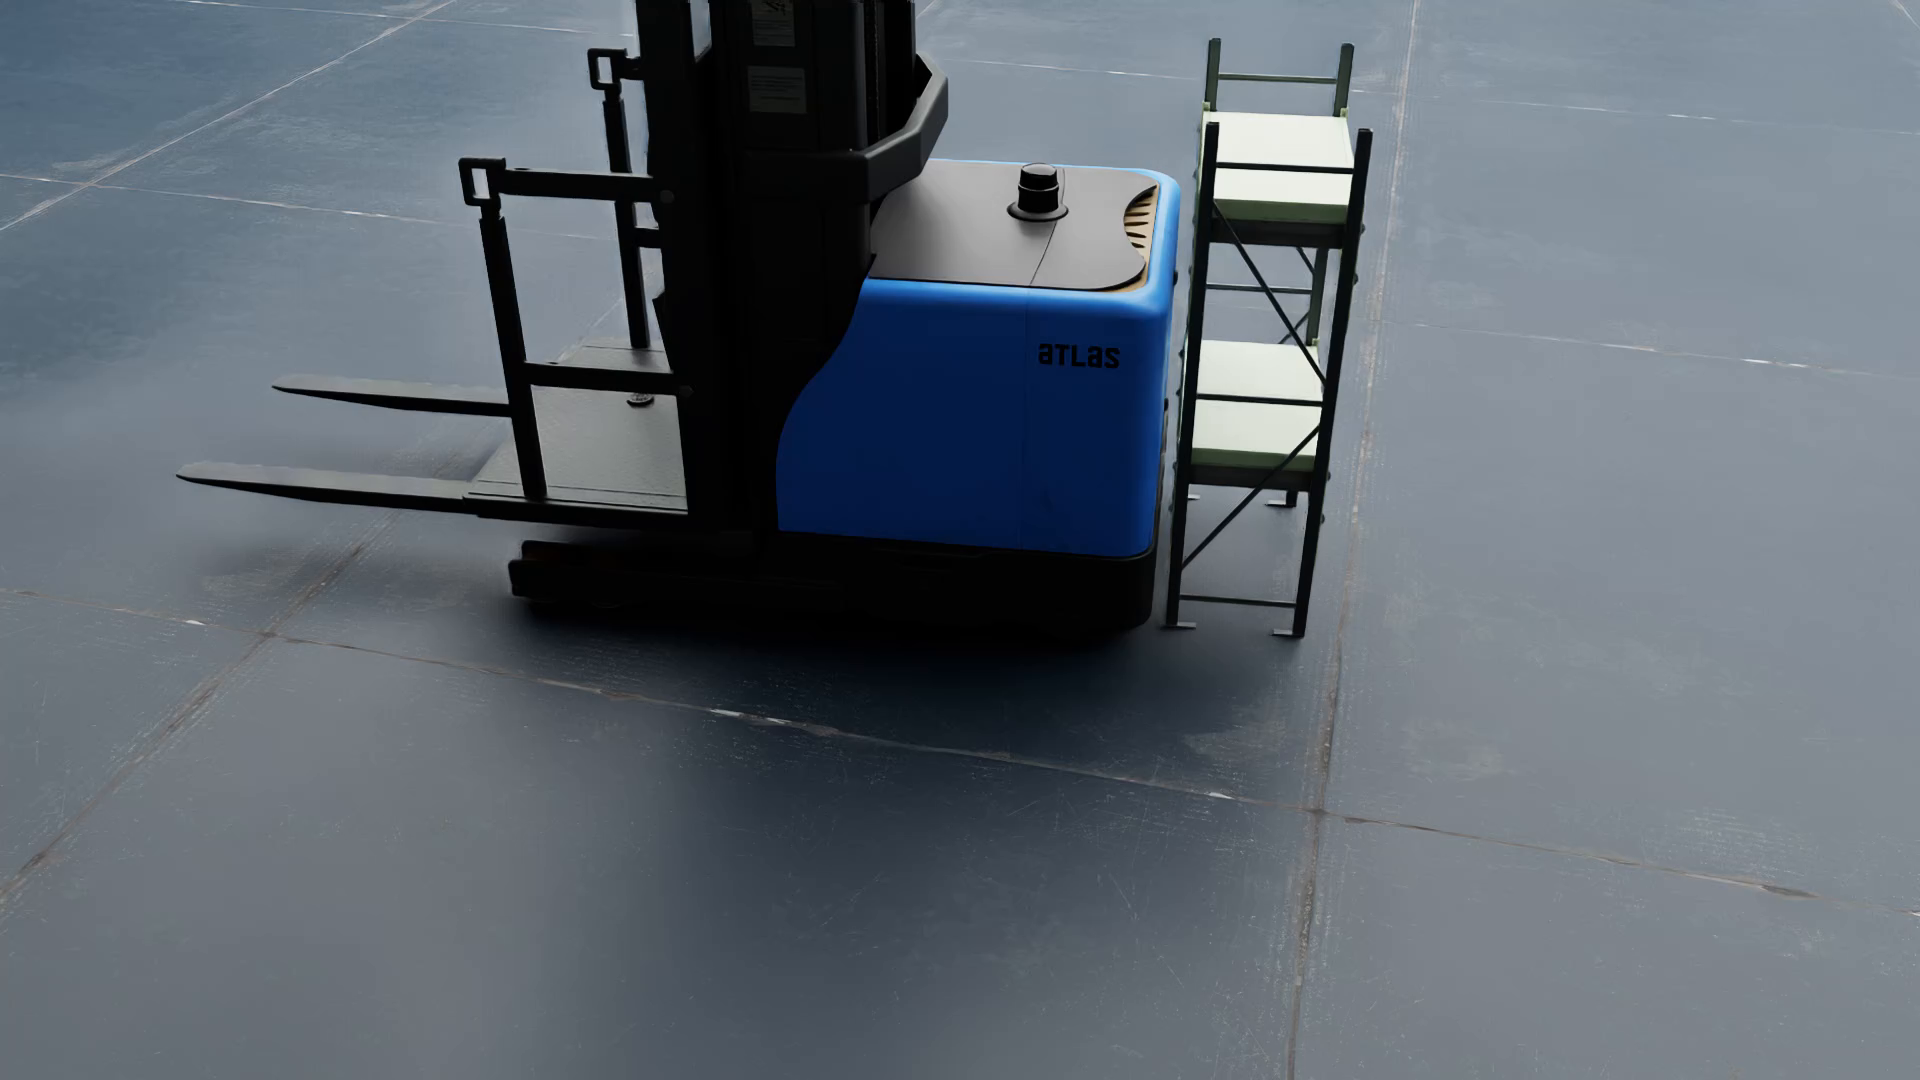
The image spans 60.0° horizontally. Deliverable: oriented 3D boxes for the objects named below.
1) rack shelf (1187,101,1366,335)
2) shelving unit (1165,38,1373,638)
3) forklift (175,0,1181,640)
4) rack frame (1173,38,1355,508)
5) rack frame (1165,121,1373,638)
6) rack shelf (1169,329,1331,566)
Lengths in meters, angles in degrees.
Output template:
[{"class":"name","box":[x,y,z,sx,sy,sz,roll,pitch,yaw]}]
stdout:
[{"class":"rack shelf","box":[0.848,-0.894,4.530,0.431,0.370,0.720,4,33,7]},{"class":"shelving unit","box":[0.848,-0.564,4.740,0.431,1.500,0.755,4,33,7]},{"class":"forklift","box":[-0.887,-1.308,4.575,3.031,2.935,1.130,5,33,7]},{"class":"rack frame","box":[0.898,-0.759,5.045,0.400,1.500,0.023,4,33,7]},{"class":"rack frame","box":[0.798,-0.370,4.434,0.400,1.500,0.023,4,33,7]},{"class":"rack shelf","box":[0.848,-0.289,4.914,0.431,0.370,0.720,4,33,7]}]
